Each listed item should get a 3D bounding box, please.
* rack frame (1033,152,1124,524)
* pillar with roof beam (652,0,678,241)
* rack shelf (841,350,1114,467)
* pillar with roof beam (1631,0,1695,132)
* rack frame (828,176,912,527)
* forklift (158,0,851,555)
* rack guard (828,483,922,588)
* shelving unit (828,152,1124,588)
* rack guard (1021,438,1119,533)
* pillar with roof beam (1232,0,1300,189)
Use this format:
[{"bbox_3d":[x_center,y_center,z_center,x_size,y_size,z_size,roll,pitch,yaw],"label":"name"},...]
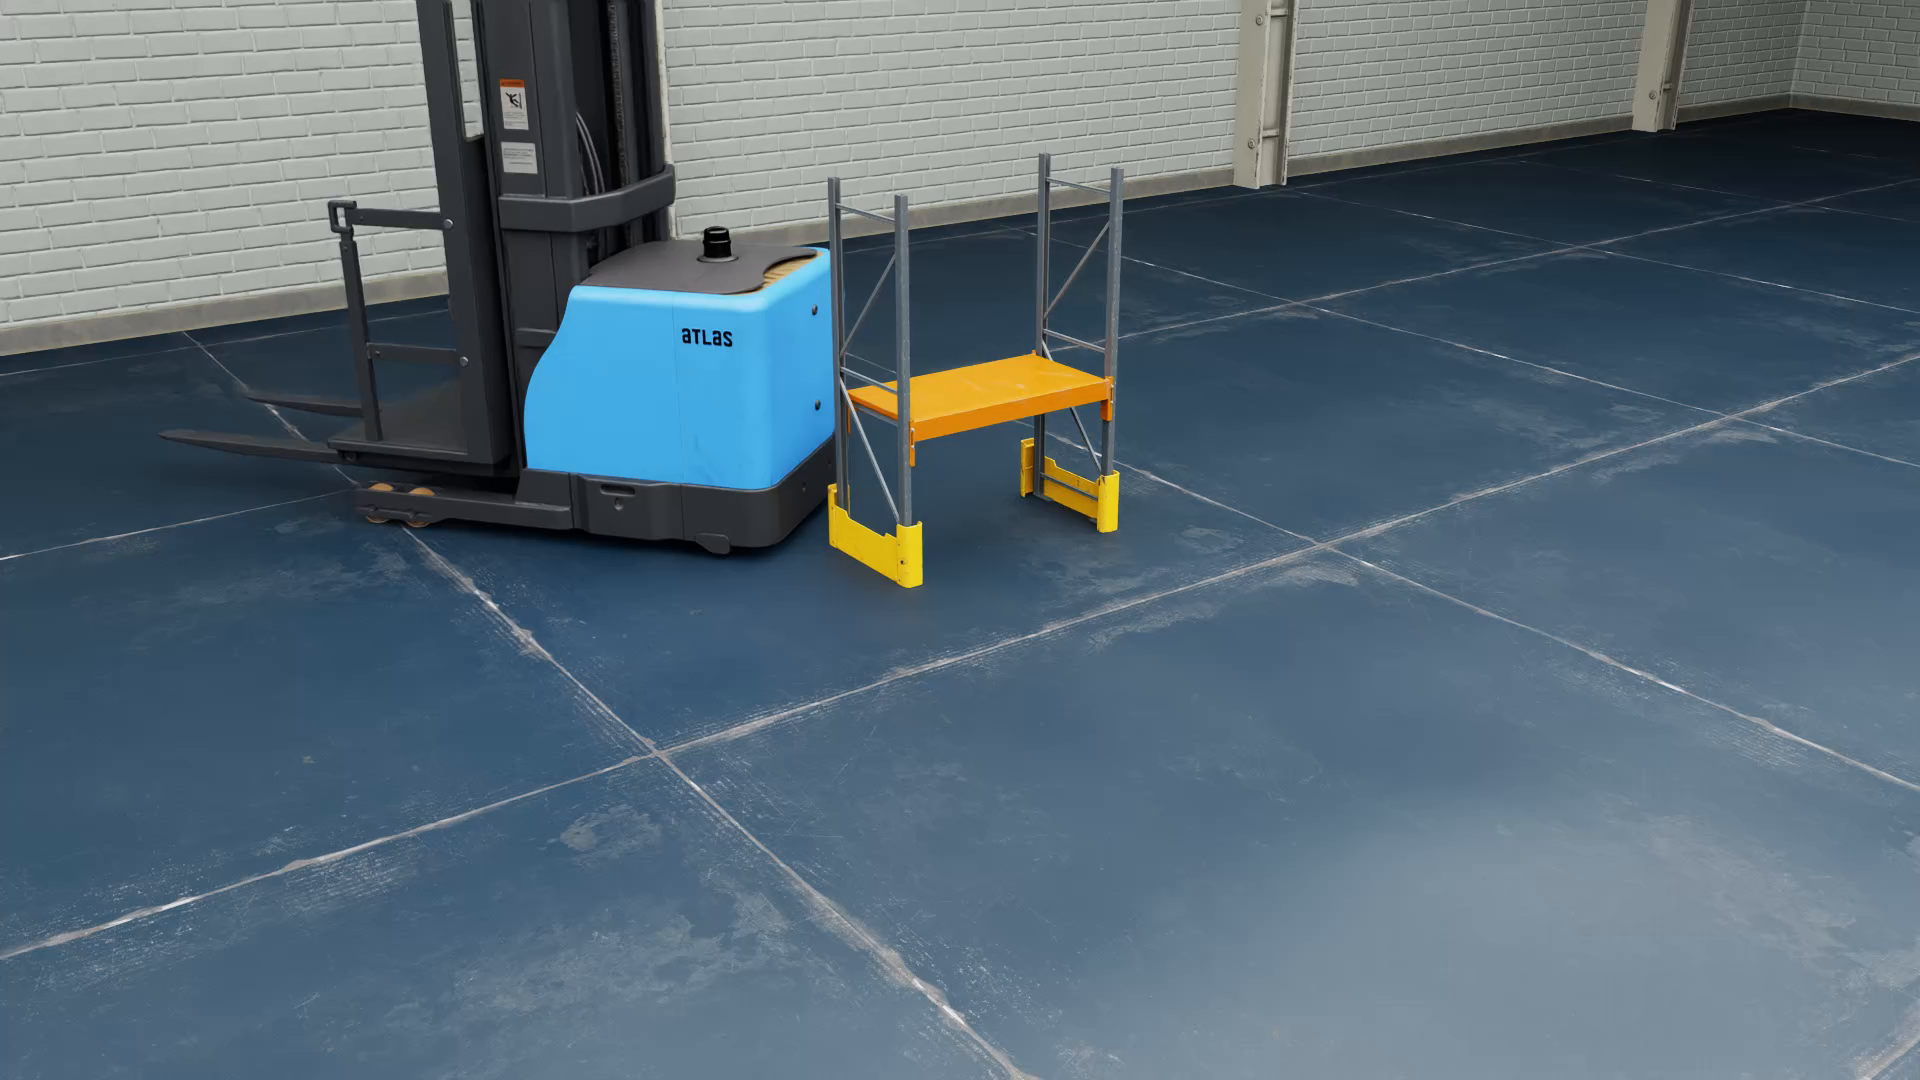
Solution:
[{"bbox_3d":[0.482,-0.825,6.940,0.032,1.500,0.500,-15,26,-33],"label":"rack frame"},{"bbox_3d":[0.312,-4.764,6.693,0.400,9.000,9.100,-15,26,-33],"label":"pillar with roof beam"},{"bbox_3d":[0.069,-0.548,6.731,1.000,0.185,0.538,-15,26,-33],"label":"rack shelf"},{"bbox_3d":[10.053,-7.361,13.202,0.400,9.000,9.100,-15,26,-33],"label":"pillar with roof beam"},{"bbox_3d":[-0.343,-0.605,6.389,0.032,1.500,0.500,-15,26,-33],"label":"rack frame"},{"bbox_3d":[-2.063,-1.593,6.934,3.031,2.935,1.130,6,23,15],"label":"forklift"},{"bbox_3d":[-0.342,-0.025,6.621,0.087,0.250,0.587,-15,26,-33],"label":"rack guard"},{"bbox_3d":[0.062,-0.713,6.660,1.083,1.500,0.587,-15,26,-33],"label":"shelving unit"},{"bbox_3d":[0.466,-0.240,7.162,0.087,0.250,0.587,-15,26,-33],"label":"rack guard"},{"bbox_3d":[5.183,-6.063,9.948,0.400,9.000,9.100,-15,26,-33],"label":"pillar with roof beam"}]
